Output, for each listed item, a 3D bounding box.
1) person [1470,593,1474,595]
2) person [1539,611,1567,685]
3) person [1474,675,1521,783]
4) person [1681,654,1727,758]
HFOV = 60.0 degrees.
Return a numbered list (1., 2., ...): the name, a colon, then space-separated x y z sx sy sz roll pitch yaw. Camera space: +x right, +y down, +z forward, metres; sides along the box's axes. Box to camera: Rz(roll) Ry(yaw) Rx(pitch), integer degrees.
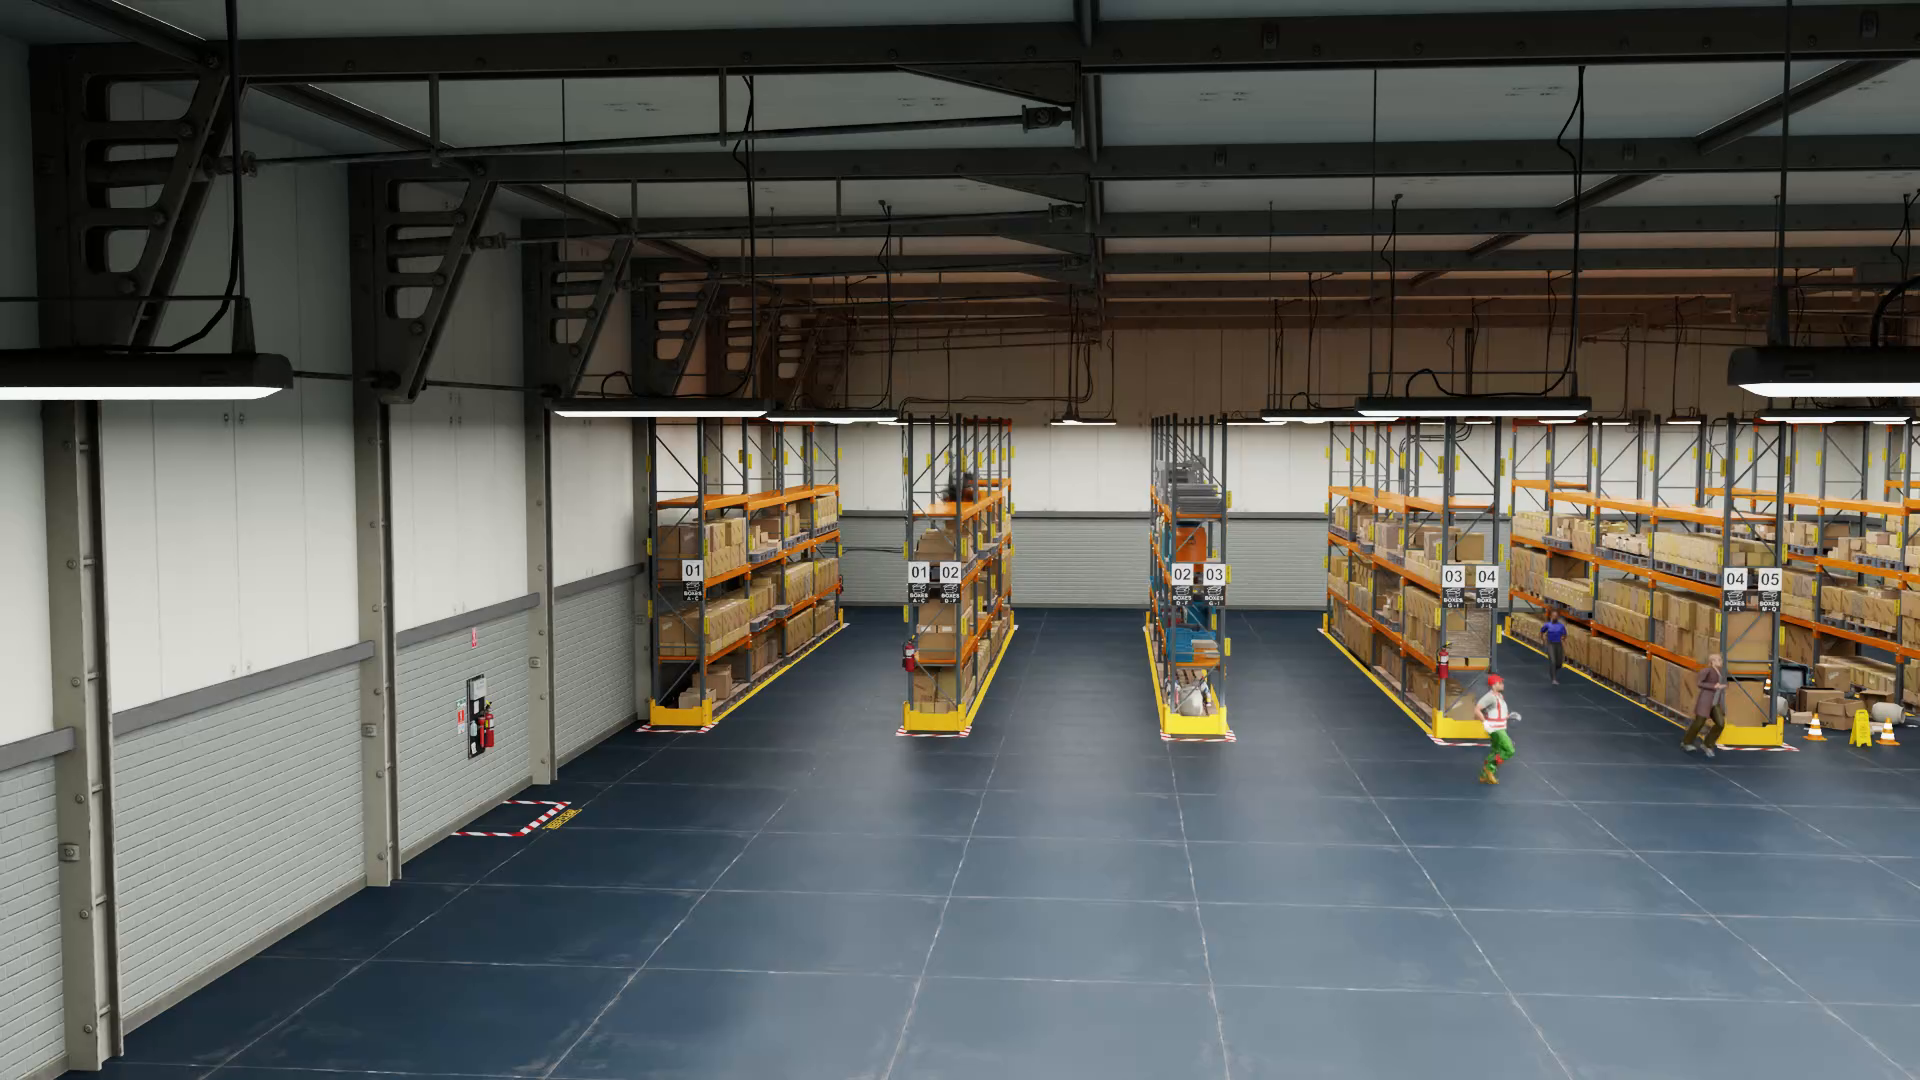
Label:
1. person: 13.967 1.831 46.232 0.706 1.598 0.517 3 5 37
2. person: 13.281 2.404 37.238 0.570 1.622 0.815 0 4 5
3. person: 8.641 3.035 26.636 0.642 1.742 0.649 2 5 33
4. person: 13.172 2.896 29.188 0.711 1.802 0.790 -1 4 -20
